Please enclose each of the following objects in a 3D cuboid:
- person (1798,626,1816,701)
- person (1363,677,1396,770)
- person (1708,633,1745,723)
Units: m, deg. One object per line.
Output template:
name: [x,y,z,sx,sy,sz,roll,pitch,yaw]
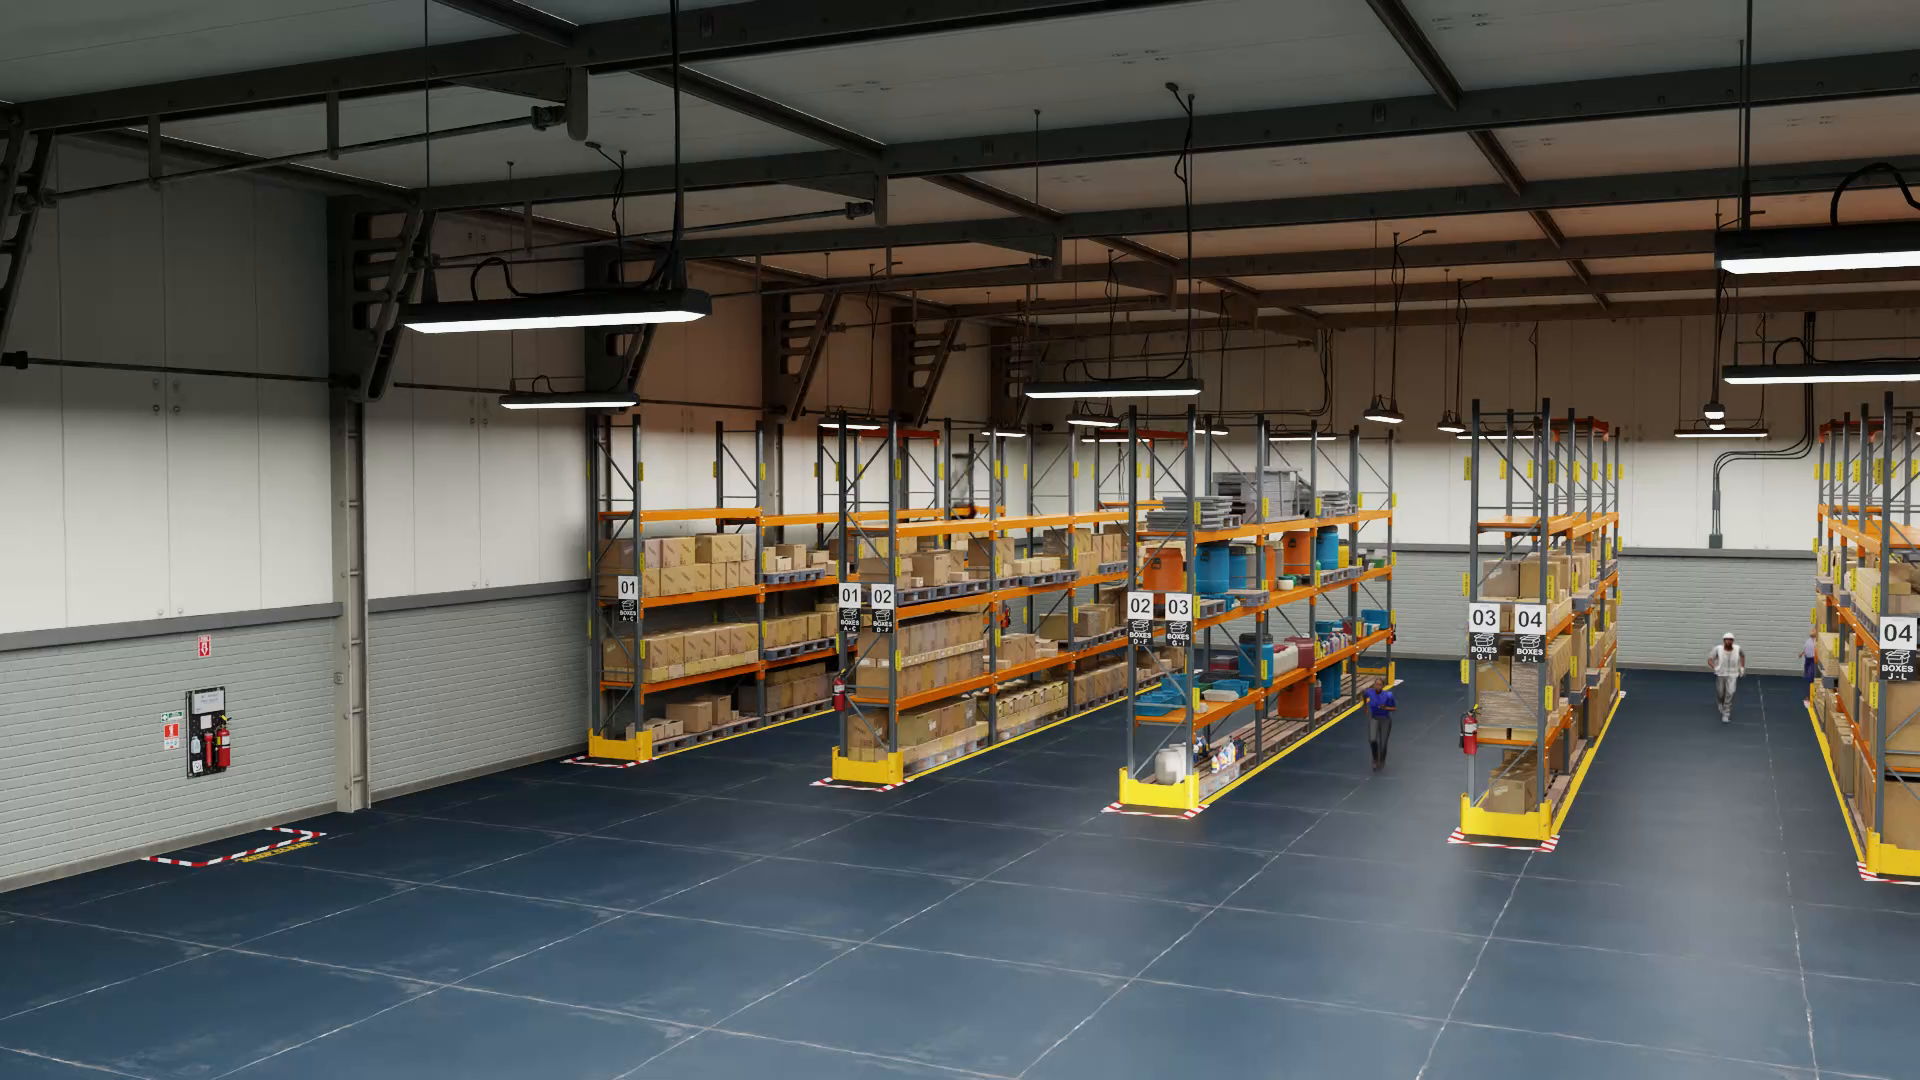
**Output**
person: [18.808,2.726,36.525,0.750,1.628,0.596,-1,2,-17]
person: [6.966,3.051,27.651,0.564,1.575,0.853,1,2,18]
person: [15.437,2.744,33.482,0.707,1.770,0.934,1,2,18]
